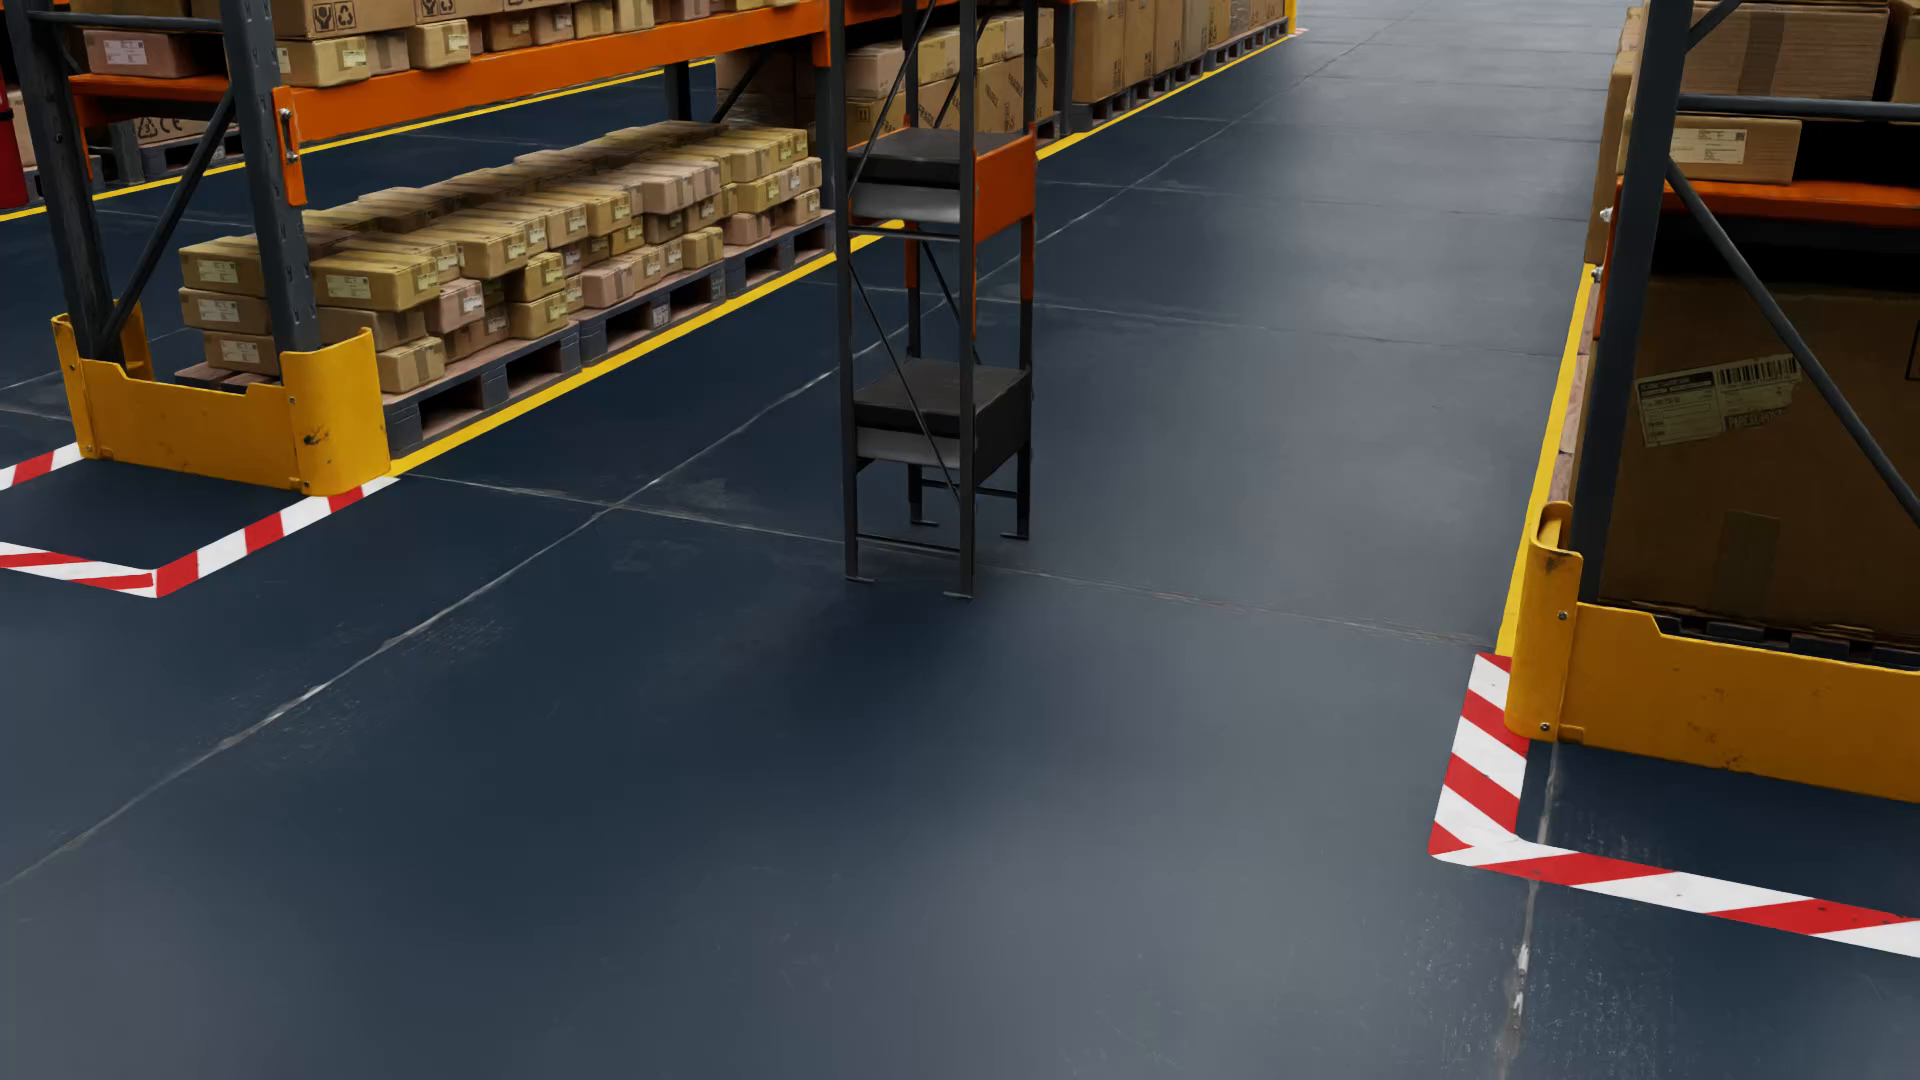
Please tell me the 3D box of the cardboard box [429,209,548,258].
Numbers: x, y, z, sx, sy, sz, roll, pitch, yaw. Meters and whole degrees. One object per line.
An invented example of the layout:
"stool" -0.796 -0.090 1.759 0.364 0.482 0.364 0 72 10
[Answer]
"cardboard box" -1.886 -1.218 6.657 0.380 0.149 0.250 8 24 17

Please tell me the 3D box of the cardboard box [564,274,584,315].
"cardboard box" -1.813 -1.034 6.989 0.380 0.149 0.250 9 24 20

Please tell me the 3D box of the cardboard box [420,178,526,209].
"cardboard box" -2.124 -1.476 7.273 0.380 0.149 0.250 8 24 18

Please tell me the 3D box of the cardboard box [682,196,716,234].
"cardboard box" -1.383 -1.560 7.862 0.380 0.149 0.250 9 24 21

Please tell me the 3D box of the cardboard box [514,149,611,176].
"cardboard box" -1.901 -1.765 7.967 0.380 0.149 0.250 9 24 21

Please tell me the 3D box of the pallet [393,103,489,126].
"pallet" -4.639 -3.616 13.633 1.003 0.211 1.213 9 24 20

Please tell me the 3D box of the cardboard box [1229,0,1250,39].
"cardboard box" 2.473 -5.684 17.178 0.875 0.875 0.875 9 24 20

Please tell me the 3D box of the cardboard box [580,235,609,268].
"cardboard box" -1.750 -1.283 7.197 0.380 0.149 0.250 10 25 23

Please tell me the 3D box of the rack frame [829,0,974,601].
"rack frame" -0.152 -0.822 4.494 0.400 2.100 0.015 9 24 20

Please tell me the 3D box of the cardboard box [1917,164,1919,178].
"cardboard box" 2.391 -0.856 3.734 0.380 0.149 0.250 9 24 21

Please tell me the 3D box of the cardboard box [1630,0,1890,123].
"cardboard box" 1.887 -1.172 3.972 0.500 0.250 0.500 8 24 19

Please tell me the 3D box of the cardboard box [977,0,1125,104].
"cardboard box" 0.667 -3.862 12.978 1.050 0.750 0.750 8 24 19

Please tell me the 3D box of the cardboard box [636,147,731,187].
"cardboard box" -1.332 -1.789 8.024 0.380 0.149 0.250 10 25 22

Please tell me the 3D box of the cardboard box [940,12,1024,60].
"cardboard box" 0.169 -3.423 11.279 0.500 0.250 0.500 9 24 21

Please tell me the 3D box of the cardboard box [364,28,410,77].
"cardboard box" -2.134 -1.689 5.727 0.380 0.149 0.250 10 25 22

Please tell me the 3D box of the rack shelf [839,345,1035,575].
"rack shelf" -0.061 -0.251 4.979 0.431 0.518 0.480 9 24 20

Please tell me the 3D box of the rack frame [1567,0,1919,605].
"rack frame" 1.953 -0.892 3.494 1.000 3.000 0.127 9 24 20

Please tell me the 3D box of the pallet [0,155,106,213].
"pallet" -6.117 -2.195 10.231 1.003 0.211 1.213 9 24 20

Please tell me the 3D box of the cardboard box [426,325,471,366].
"cardboard box" -2.102 -0.764 6.341 0.380 0.149 0.250 9 24 20

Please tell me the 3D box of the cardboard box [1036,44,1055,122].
"cardboard box" 0.355 -3.269 11.882 0.500 0.500 0.500 9 24 20

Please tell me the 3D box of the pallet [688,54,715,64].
"pallet" -3.078 -5.040 17.041 1.003 0.211 1.213 9 24 20

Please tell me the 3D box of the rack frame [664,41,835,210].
"rack frame" -1.129 -3.070 8.708 1.000 3.000 0.127 9 24 20

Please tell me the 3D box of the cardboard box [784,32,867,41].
"cardboard box" -0.884 -2.941 10.125 0.500 0.250 0.500 10 25 23

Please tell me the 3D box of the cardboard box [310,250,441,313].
"cardboard box" -2.104 -0.930 5.967 0.380 0.149 0.250 8 24 18

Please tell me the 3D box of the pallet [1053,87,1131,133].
"pallet" 0.720 -3.486 13.322 1.003 0.211 1.213 9 24 20

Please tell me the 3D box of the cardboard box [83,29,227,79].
"cardboard box" -2.756 -1.680 5.705 0.380 0.149 0.250 9 24 20

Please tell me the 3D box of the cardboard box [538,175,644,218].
"cardboard box" -1.629 -1.508 7.350 0.380 0.149 0.250 9 24 20

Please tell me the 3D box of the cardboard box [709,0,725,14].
"cardboard box" -1.326 -2.541 7.767 0.380 0.149 0.250 8 24 19

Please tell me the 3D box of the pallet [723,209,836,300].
"pallet" -1.345 -1.538 8.658 1.003 0.211 1.213 9 24 20

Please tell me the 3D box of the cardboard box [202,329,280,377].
"cardboard box" -2.613 -0.735 6.272 0.380 0.149 0.250 9 24 21

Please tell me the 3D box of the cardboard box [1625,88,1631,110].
"cardboard box" 1.875 -1.044 4.184 0.380 0.149 0.250 9 24 21

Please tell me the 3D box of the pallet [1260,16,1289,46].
"pallet" 3.104 -5.780 18.814 1.003 0.211 1.213 9 24 20

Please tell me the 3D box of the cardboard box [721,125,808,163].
"cardboard box" -1.019 -2.058 8.668 0.380 0.149 0.250 9 24 22

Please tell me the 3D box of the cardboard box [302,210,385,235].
"cardboard box" -2.528 -1.210 6.636 0.380 0.149 0.250 8 24 19

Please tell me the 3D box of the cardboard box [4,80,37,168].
"cardboard box" -6.095 -2.545 10.230 0.875 0.438 0.875 8 24 19

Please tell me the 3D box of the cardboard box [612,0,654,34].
"cardboard box" -1.531 -2.248 7.067 0.380 0.149 0.250 9 24 21

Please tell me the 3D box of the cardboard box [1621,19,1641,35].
"cardboard box" 4.311 -2.407 9.331 1.225 0.875 0.875 9 24 20

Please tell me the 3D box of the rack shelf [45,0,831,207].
"rack shelf" -1.872 -2.022 7.133 1.077 0.370 4.000 9 24 20

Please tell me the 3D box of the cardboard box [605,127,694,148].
"cardboard box" -1.606 -2.039 8.622 0.380 0.149 0.250 10 25 23

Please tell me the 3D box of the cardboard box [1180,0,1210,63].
"cardboard box" 1.696 -4.853 15.351 1.050 0.750 0.750 9 24 20

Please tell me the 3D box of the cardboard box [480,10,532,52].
"cardboard box" -1.892 -1.983 6.432 0.380 0.149 0.250 9 24 20

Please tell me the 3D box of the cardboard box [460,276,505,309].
"cardboard box" -2.019 -0.995 6.508 0.380 0.149 0.250 9 24 21

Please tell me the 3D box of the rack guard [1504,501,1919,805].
"rack guard" 1.944 0.270 3.955 1.175 0.500 0.348 9 24 20

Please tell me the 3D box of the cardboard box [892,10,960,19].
"cardboard box" -0.312 -3.494 11.449 0.500 0.250 0.500 8 24 19

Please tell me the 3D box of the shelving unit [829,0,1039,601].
"shelving unit" -0.061 -0.910 4.703 0.431 2.100 0.503 9 24 20

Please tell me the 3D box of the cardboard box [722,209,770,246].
"cardboard box" -1.170 -1.574 8.281 0.380 0.149 0.250 8 24 18

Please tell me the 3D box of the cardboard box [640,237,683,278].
"cardboard box" -1.502 -1.305 7.636 0.380 0.149 0.250 9 24 21

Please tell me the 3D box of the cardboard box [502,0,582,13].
"cardboard box" -1.822 -2.312 6.377 0.500 0.500 0.500 9 24 21

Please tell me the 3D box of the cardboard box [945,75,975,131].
"cardboard box" -0.231 -2.716 10.558 0.500 0.500 0.500 9 24 21

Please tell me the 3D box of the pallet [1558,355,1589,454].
"pallet" 2.632 -0.338 5.785 1.003 0.211 1.213 9 24 20

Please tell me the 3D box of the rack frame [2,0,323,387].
"rack frame" -2.615 -1.638 5.281 1.000 3.000 0.127 9 24 20

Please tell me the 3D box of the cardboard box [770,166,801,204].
"cardboard box" -1.040 -1.829 8.504 0.380 0.149 0.250 8 24 18

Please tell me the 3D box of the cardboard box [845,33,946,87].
"cardboard box" -0.413 -2.874 9.964 0.500 0.250 0.500 9 24 22

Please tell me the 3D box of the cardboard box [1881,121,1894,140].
"cardboard box" 2.676 -1.133 4.397 0.380 0.149 0.250 8 24 19
